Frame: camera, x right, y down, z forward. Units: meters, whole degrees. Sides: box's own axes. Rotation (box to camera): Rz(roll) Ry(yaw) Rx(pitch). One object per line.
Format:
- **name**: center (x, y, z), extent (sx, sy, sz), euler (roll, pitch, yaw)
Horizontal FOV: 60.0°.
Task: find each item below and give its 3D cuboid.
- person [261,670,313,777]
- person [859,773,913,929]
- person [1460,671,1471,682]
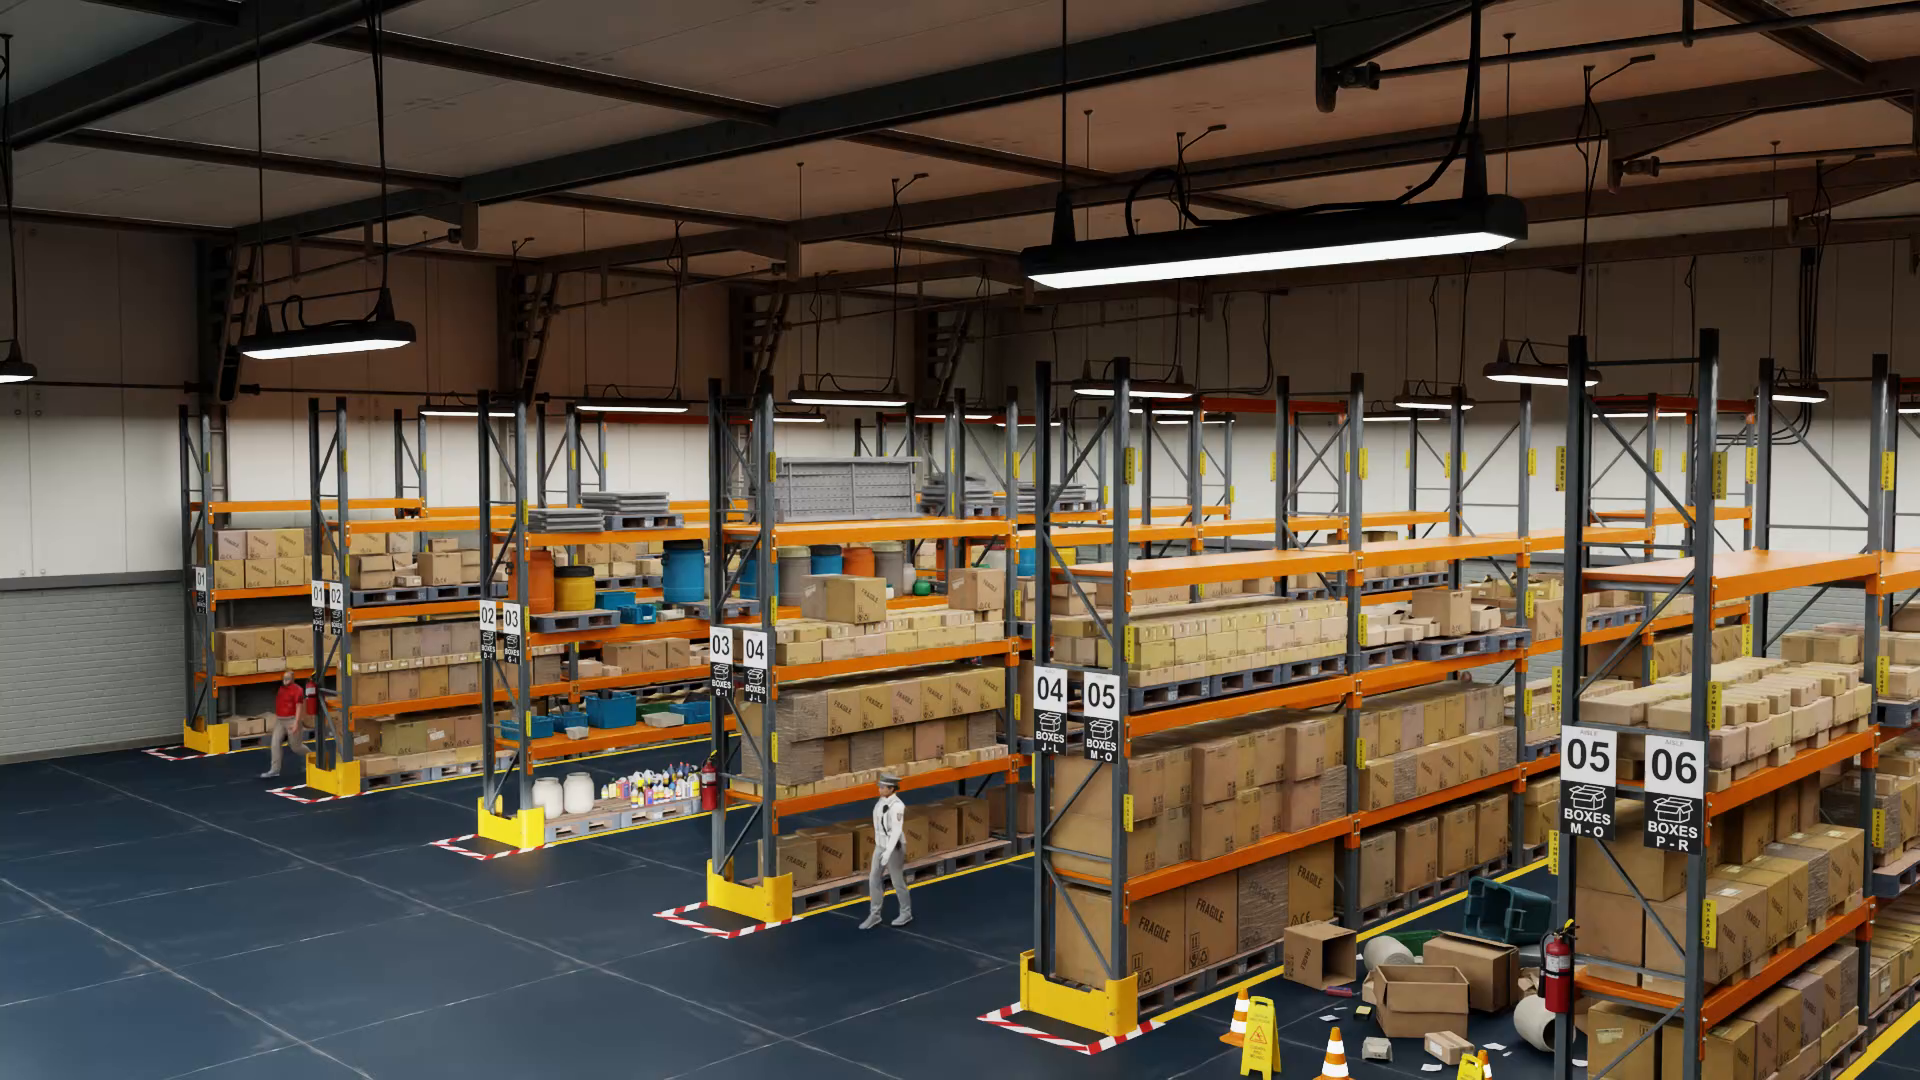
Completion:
- **person**: center (-10.699, 2.911, 26.563), extent (0.576, 1.692, 0.841), euler (1, 3, 22)
- **person**: center (-0.791, 3.388, 18.096), extent (0.593, 1.708, 0.530), euler (-2, 4, -32)
- **person**: center (8.298, 2.947, 27.474), extent (0.465, 1.554, 0.662), euler (2, 3, 28)
